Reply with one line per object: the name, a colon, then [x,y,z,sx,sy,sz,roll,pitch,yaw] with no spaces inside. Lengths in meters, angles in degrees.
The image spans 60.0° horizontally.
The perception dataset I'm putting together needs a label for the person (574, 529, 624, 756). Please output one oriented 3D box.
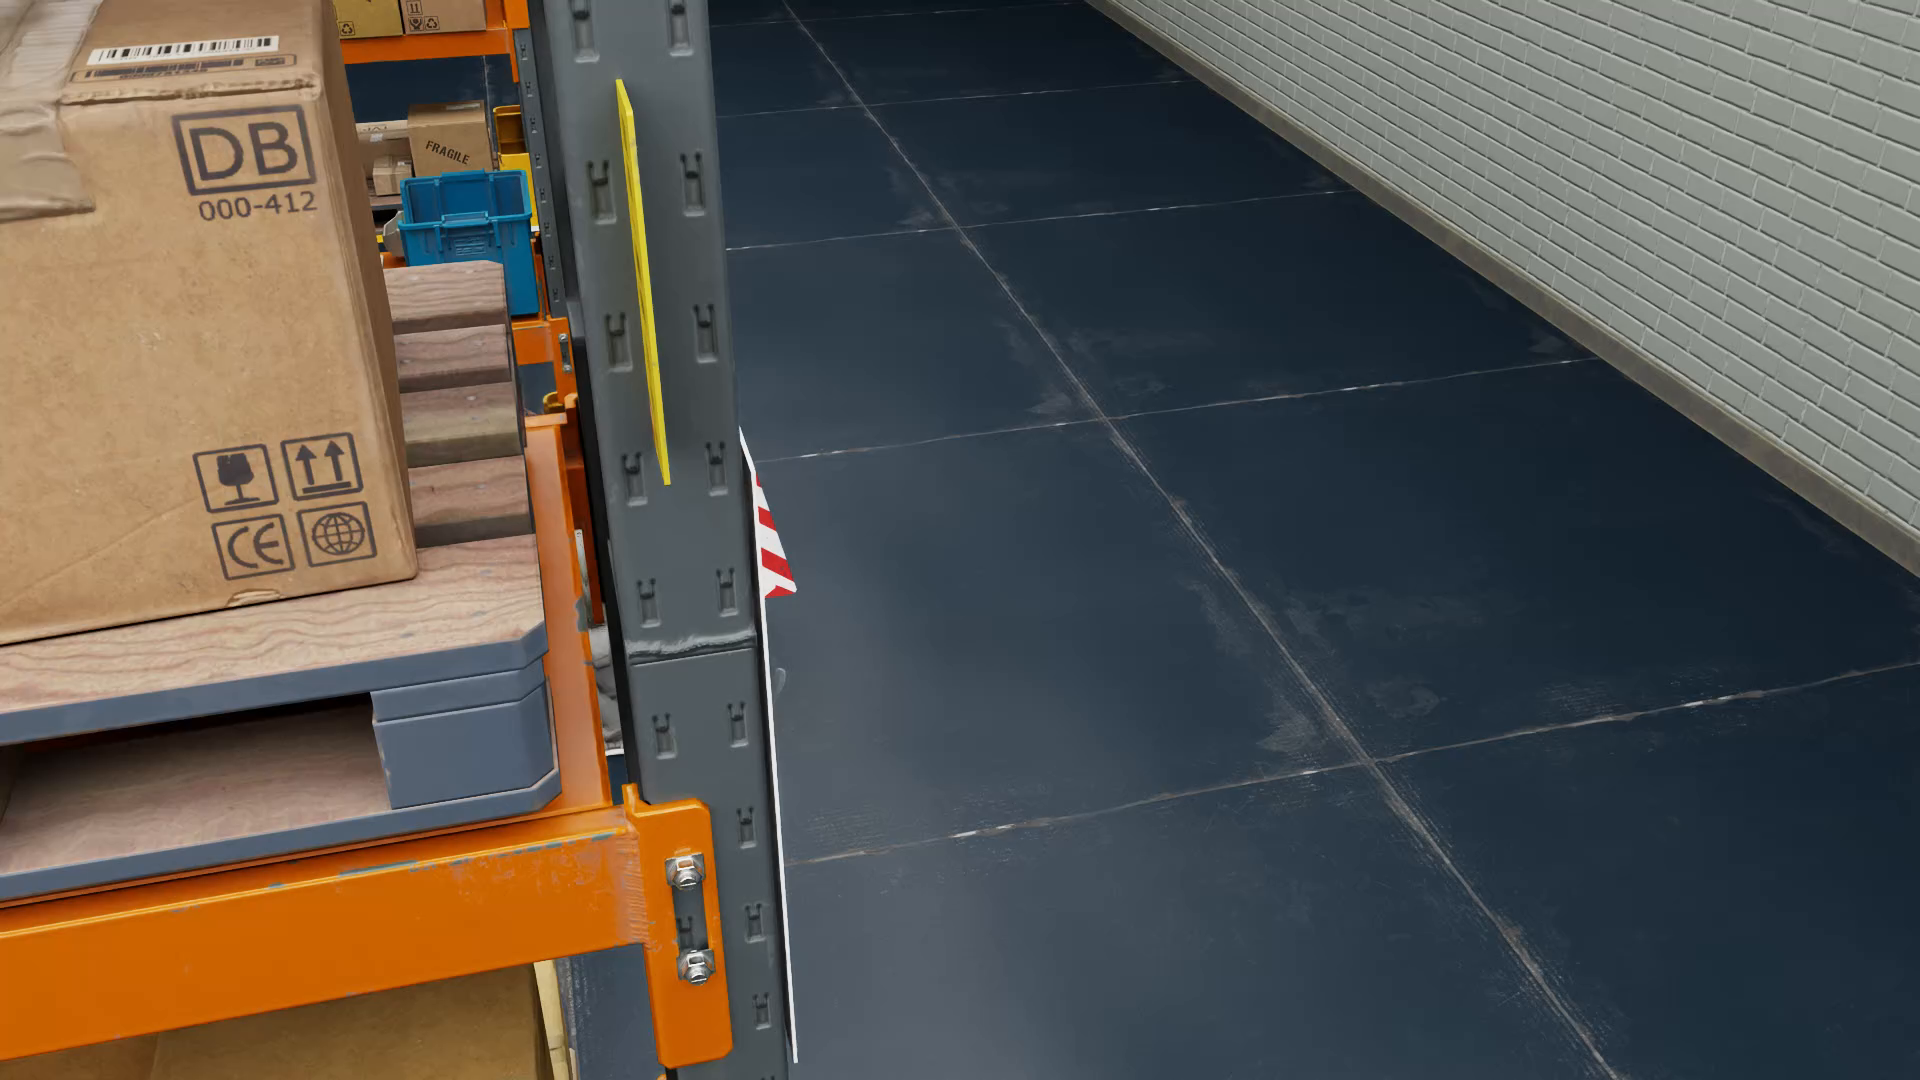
person: [-1.422,0.324,6.145,0.757,1.039,0.454,0,31,0]
